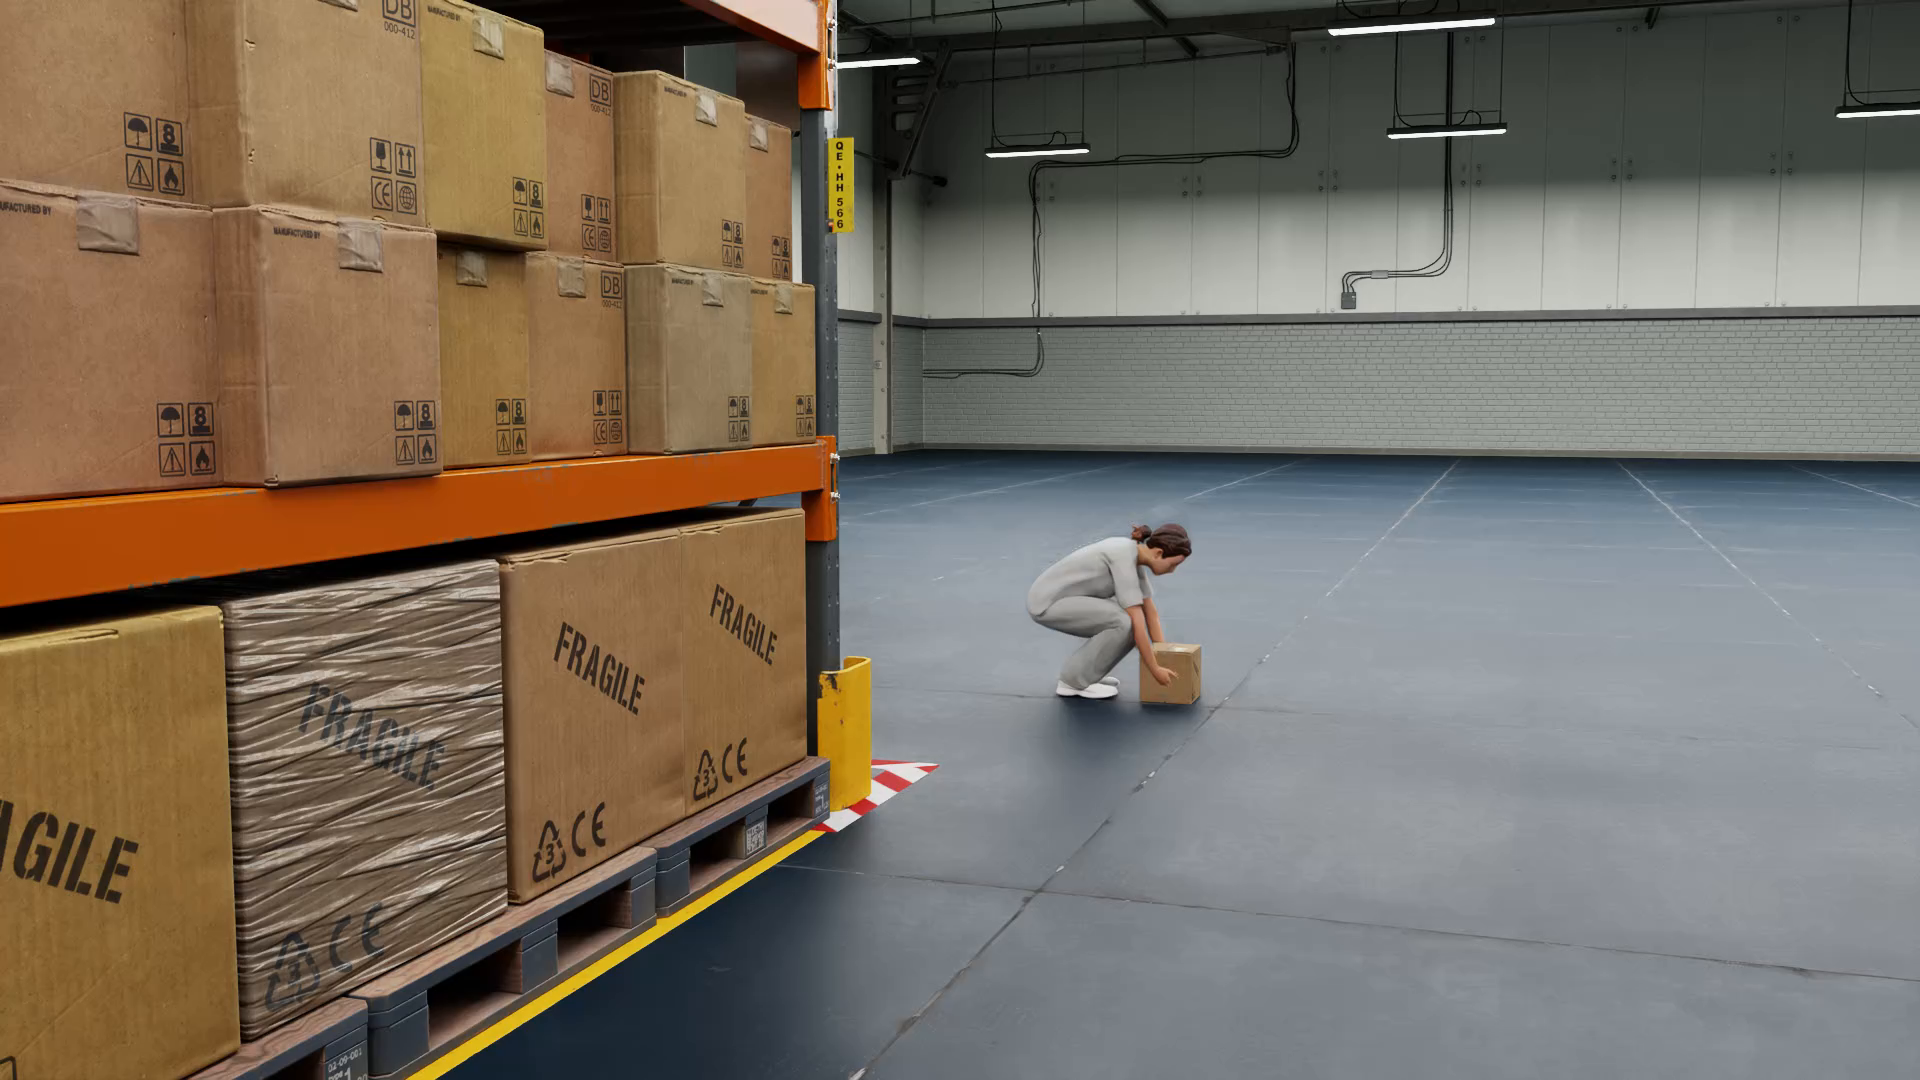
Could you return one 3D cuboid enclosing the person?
[{"bbox_3d":[0.721,0.335,8.102,0.800,0.848,0.472,2,6,19],"label":"person"}]
